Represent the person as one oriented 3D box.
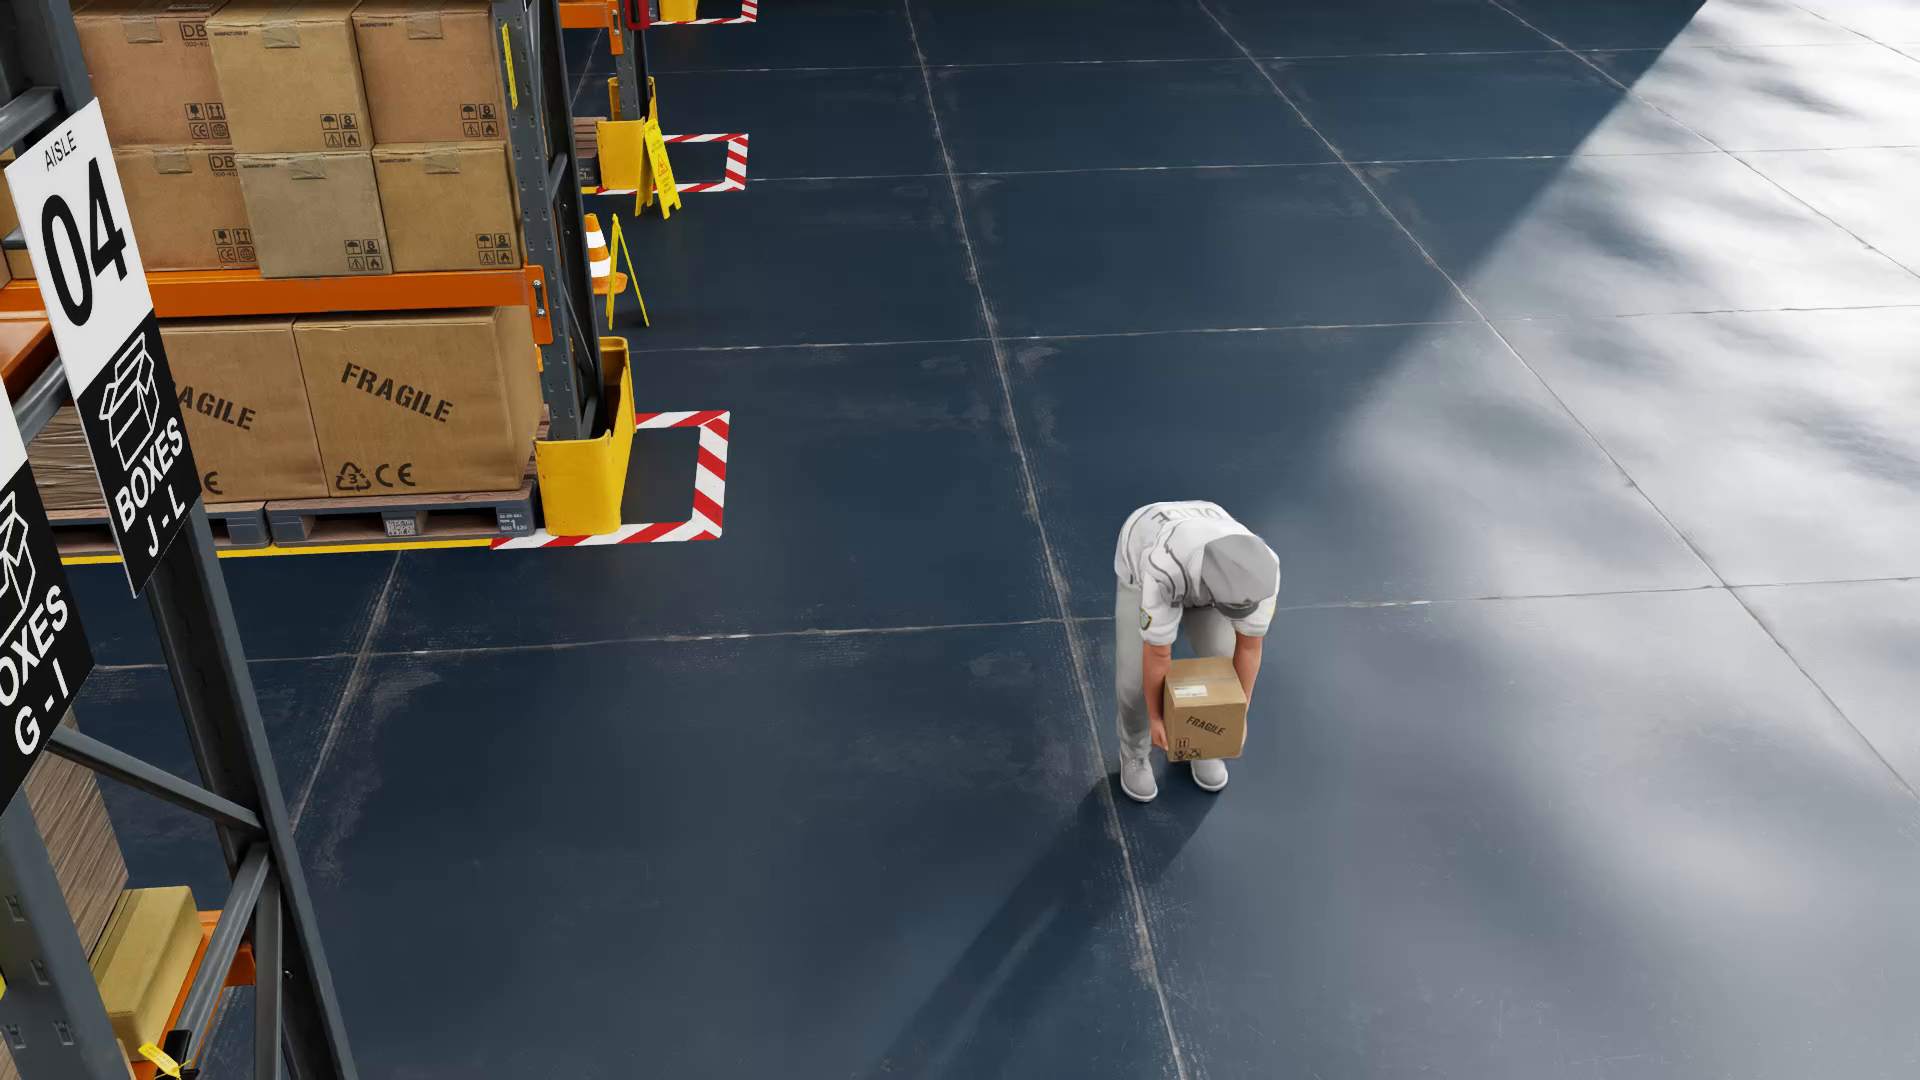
[{"bbox_3d":[0.821,0.407,5.852,0.487,1.341,0.987,-4,31,-6],"label":"person"}]
